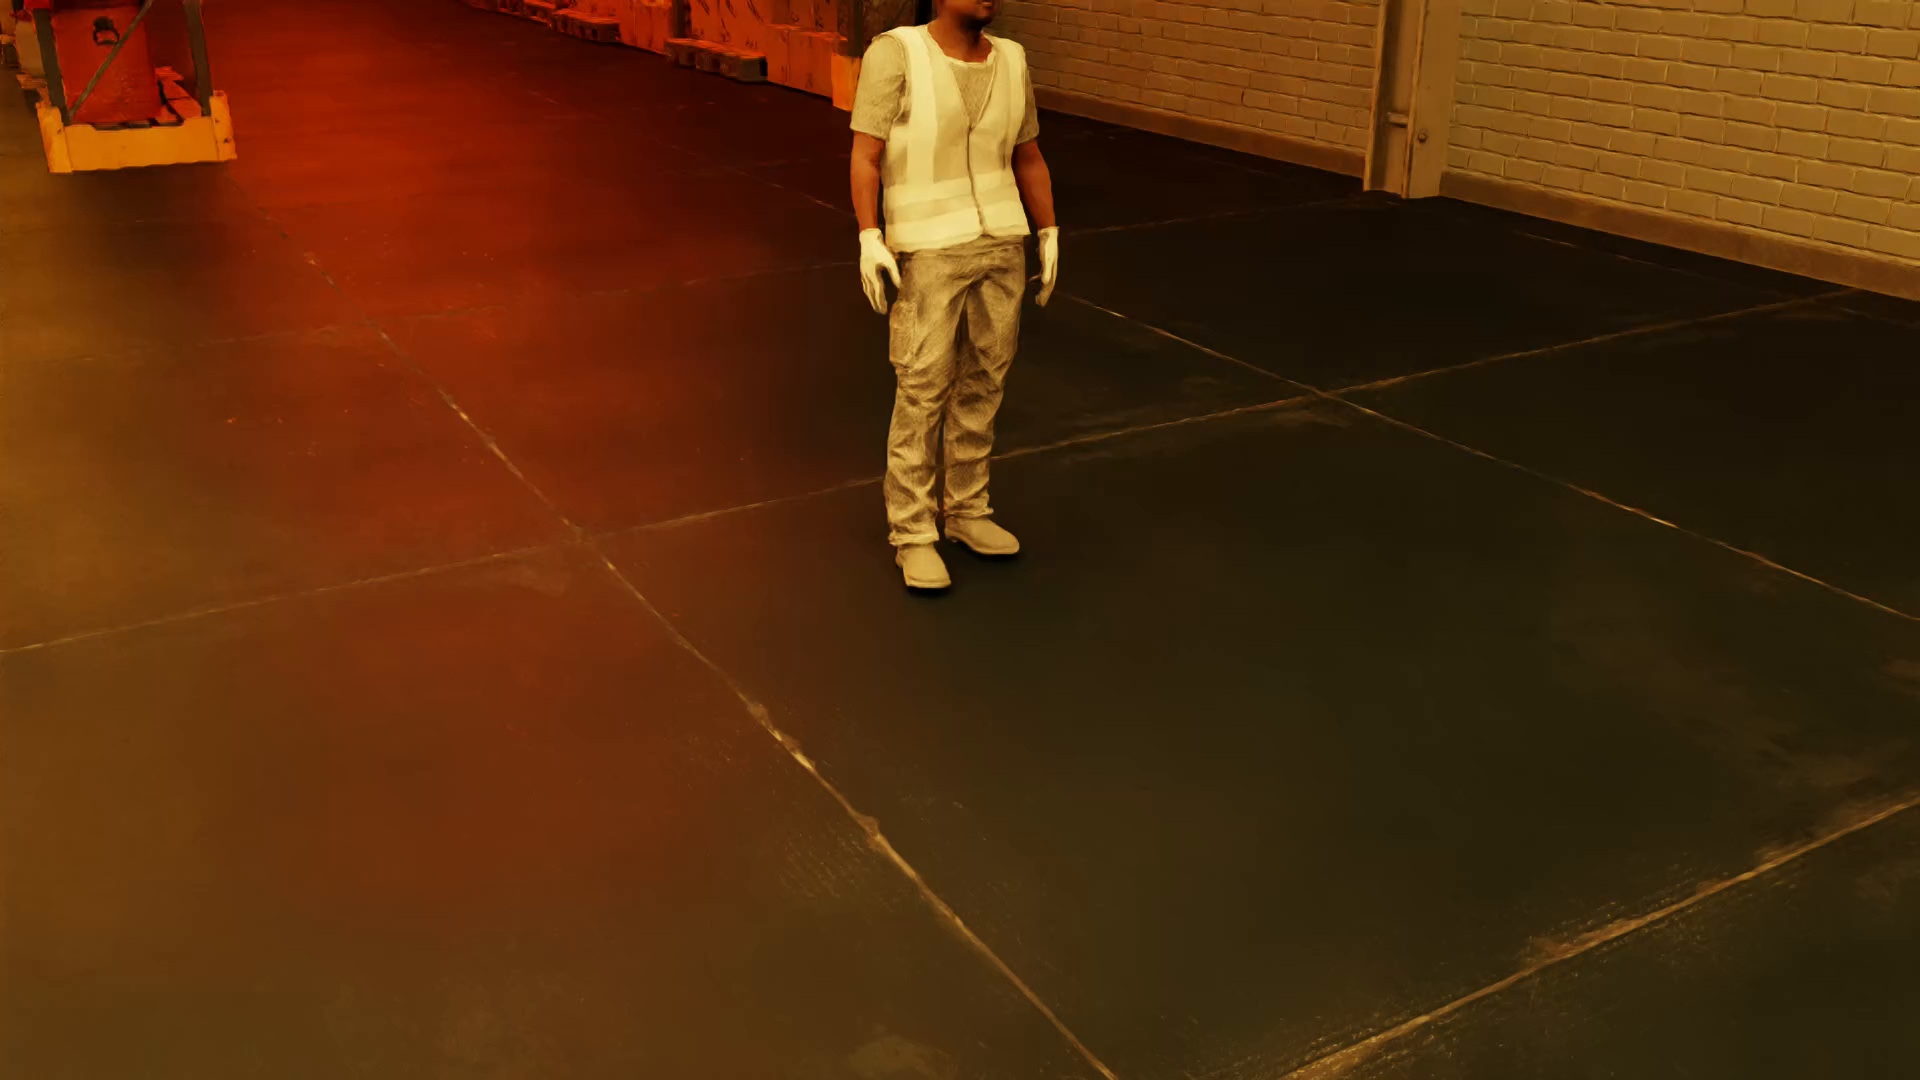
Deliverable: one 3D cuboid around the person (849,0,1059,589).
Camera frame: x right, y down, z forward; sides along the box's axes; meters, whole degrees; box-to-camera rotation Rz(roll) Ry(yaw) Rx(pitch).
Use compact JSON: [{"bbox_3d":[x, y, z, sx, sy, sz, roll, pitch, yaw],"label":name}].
[{"bbox_3d":[0.029,-0.806,4.732,0.655,1.782,0.576,-12,25,-28],"label":"person"}]
